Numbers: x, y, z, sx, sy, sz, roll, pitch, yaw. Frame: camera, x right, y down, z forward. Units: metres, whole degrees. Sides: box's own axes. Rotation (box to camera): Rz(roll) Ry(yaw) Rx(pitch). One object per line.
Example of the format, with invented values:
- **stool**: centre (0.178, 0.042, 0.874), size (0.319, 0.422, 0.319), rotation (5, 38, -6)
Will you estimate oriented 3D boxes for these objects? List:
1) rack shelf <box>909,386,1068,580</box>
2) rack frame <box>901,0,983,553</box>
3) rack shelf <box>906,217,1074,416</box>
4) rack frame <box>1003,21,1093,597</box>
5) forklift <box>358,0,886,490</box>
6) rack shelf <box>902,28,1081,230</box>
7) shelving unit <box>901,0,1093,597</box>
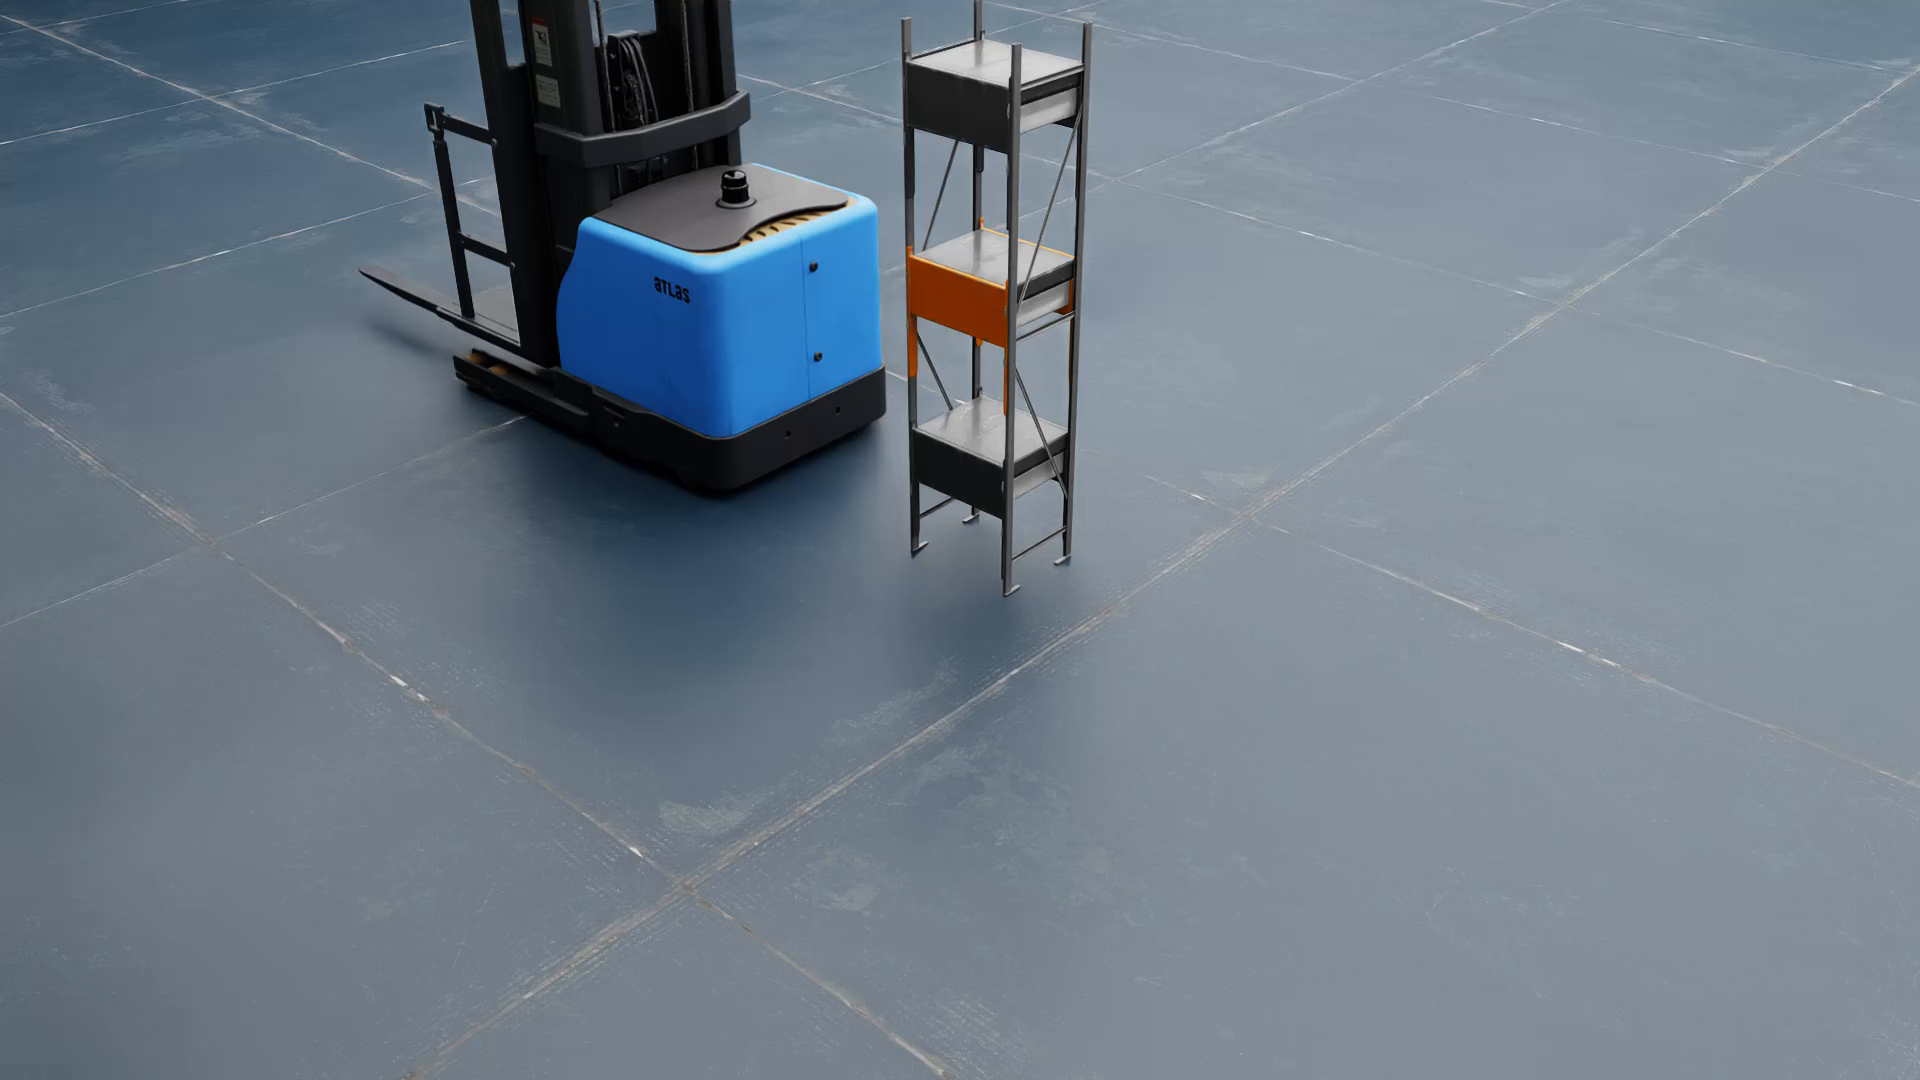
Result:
- **rack shelf**: centre (0.123, -0.231, 6.481), size (0.480, 0.518, 0.431), rotation (25, 39, 35)
- **rack frame**: centre (-0.058, -0.927, 6.254), size (0.015, 2.100, 0.400), rotation (25, 39, 35)
- **rack shelf**: centre (0.123, -0.831, 6.120), size (0.480, 0.518, 0.431), rotation (25, 39, 35)
- **rack frame**: centre (0.304, -0.758, 5.973), size (0.015, 2.100, 0.400), rotation (25, 39, 35)
- **forklift**: centre (-1.778, -2.098, 7.393), size (3.031, 2.935, 1.130), rotation (24, 39, 34)
- **rack shelf**: centre (0.123, -1.430, 5.759), size (0.480, 0.518, 0.431), rotation (25, 39, 35)
- **shelving unit**: centre (0.123, -0.842, 6.113), size (0.503, 2.100, 0.431), rotation (25, 39, 35)
